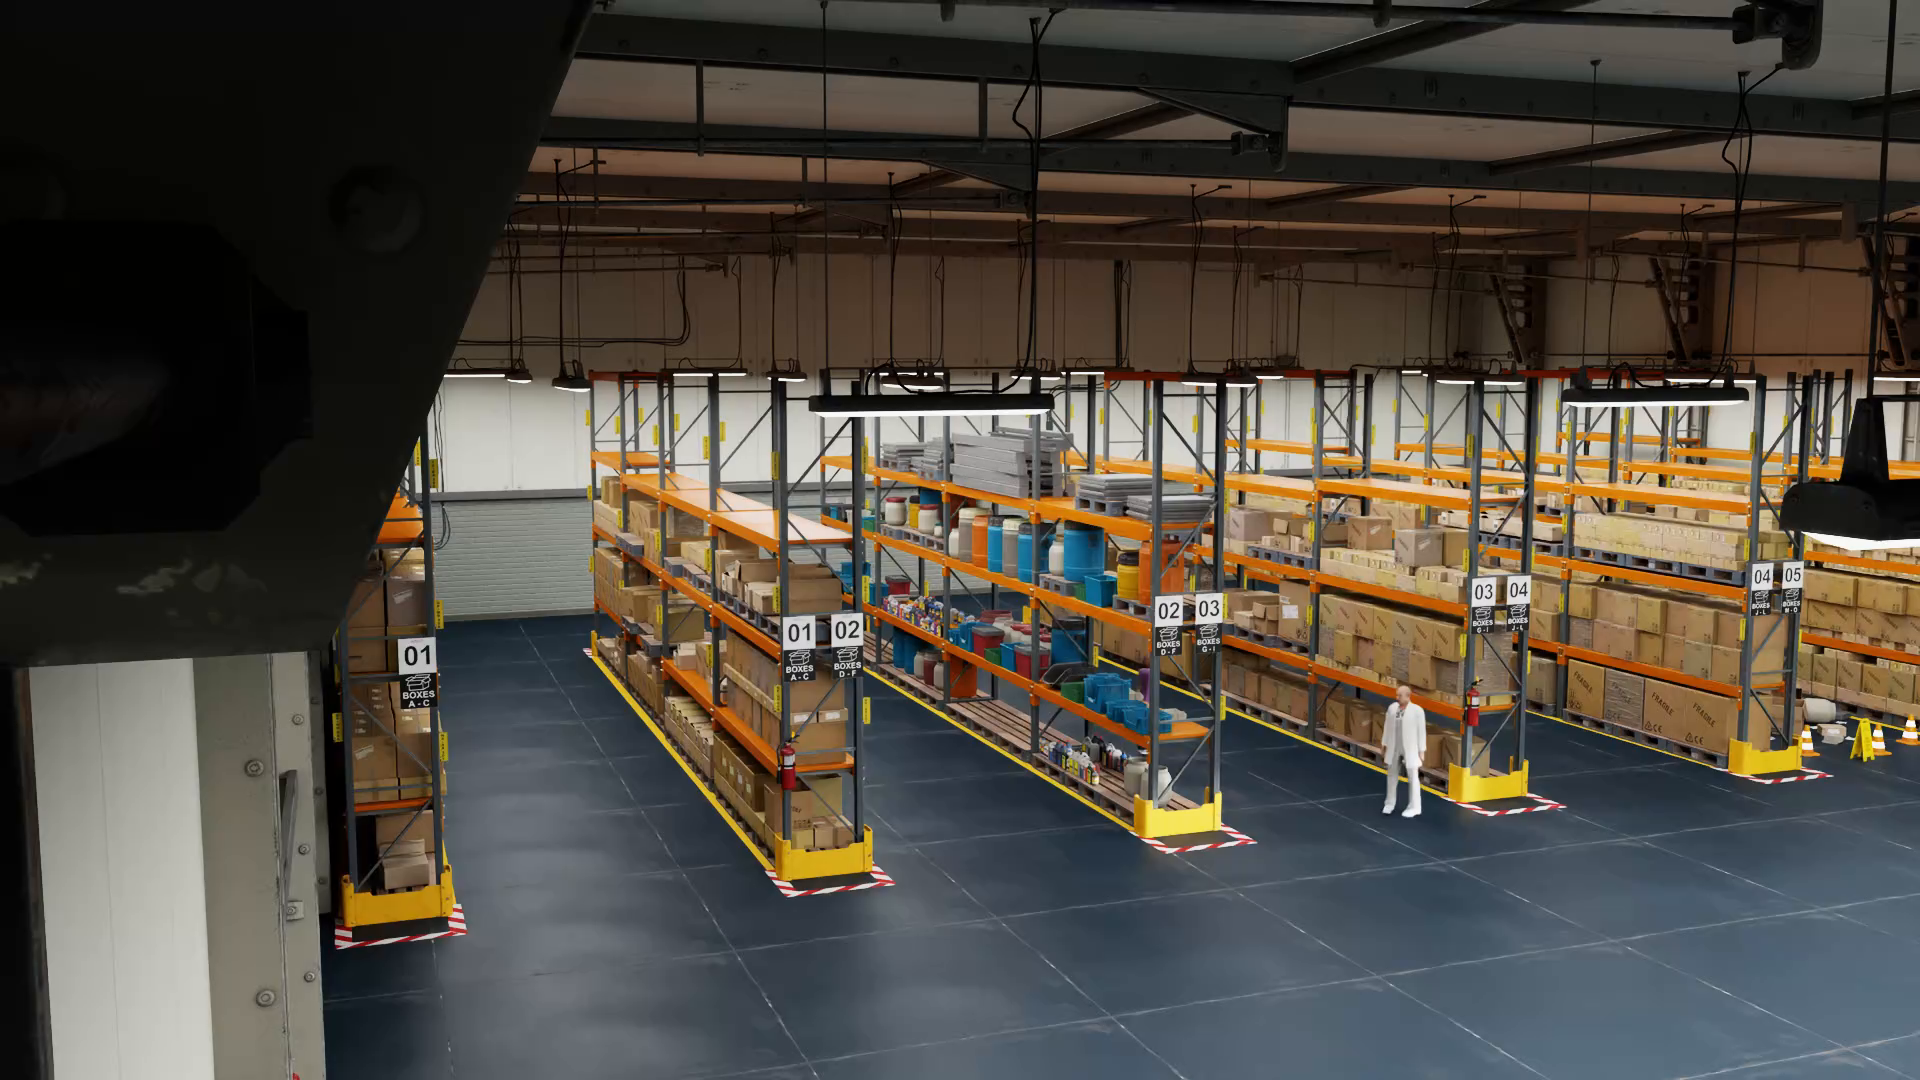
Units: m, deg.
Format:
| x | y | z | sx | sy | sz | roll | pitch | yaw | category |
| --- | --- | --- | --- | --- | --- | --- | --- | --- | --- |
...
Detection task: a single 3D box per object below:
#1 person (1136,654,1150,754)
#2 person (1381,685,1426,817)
| x | y | z | sx | sy | sz | roll | pitch | yaw | category |
| --- | --- | --- | --- | --- | --- | --- | --- | --- | --- |
| 2.973 | 2.598 | 26.358 | 0.338 | 1.602 | 0.520 | -4 | 7 | -31 | person |
| 6.064 | 2.944 | 22.873 | 0.644 | 1.670 | 0.452 | 5 | 8 | 38 | person |
